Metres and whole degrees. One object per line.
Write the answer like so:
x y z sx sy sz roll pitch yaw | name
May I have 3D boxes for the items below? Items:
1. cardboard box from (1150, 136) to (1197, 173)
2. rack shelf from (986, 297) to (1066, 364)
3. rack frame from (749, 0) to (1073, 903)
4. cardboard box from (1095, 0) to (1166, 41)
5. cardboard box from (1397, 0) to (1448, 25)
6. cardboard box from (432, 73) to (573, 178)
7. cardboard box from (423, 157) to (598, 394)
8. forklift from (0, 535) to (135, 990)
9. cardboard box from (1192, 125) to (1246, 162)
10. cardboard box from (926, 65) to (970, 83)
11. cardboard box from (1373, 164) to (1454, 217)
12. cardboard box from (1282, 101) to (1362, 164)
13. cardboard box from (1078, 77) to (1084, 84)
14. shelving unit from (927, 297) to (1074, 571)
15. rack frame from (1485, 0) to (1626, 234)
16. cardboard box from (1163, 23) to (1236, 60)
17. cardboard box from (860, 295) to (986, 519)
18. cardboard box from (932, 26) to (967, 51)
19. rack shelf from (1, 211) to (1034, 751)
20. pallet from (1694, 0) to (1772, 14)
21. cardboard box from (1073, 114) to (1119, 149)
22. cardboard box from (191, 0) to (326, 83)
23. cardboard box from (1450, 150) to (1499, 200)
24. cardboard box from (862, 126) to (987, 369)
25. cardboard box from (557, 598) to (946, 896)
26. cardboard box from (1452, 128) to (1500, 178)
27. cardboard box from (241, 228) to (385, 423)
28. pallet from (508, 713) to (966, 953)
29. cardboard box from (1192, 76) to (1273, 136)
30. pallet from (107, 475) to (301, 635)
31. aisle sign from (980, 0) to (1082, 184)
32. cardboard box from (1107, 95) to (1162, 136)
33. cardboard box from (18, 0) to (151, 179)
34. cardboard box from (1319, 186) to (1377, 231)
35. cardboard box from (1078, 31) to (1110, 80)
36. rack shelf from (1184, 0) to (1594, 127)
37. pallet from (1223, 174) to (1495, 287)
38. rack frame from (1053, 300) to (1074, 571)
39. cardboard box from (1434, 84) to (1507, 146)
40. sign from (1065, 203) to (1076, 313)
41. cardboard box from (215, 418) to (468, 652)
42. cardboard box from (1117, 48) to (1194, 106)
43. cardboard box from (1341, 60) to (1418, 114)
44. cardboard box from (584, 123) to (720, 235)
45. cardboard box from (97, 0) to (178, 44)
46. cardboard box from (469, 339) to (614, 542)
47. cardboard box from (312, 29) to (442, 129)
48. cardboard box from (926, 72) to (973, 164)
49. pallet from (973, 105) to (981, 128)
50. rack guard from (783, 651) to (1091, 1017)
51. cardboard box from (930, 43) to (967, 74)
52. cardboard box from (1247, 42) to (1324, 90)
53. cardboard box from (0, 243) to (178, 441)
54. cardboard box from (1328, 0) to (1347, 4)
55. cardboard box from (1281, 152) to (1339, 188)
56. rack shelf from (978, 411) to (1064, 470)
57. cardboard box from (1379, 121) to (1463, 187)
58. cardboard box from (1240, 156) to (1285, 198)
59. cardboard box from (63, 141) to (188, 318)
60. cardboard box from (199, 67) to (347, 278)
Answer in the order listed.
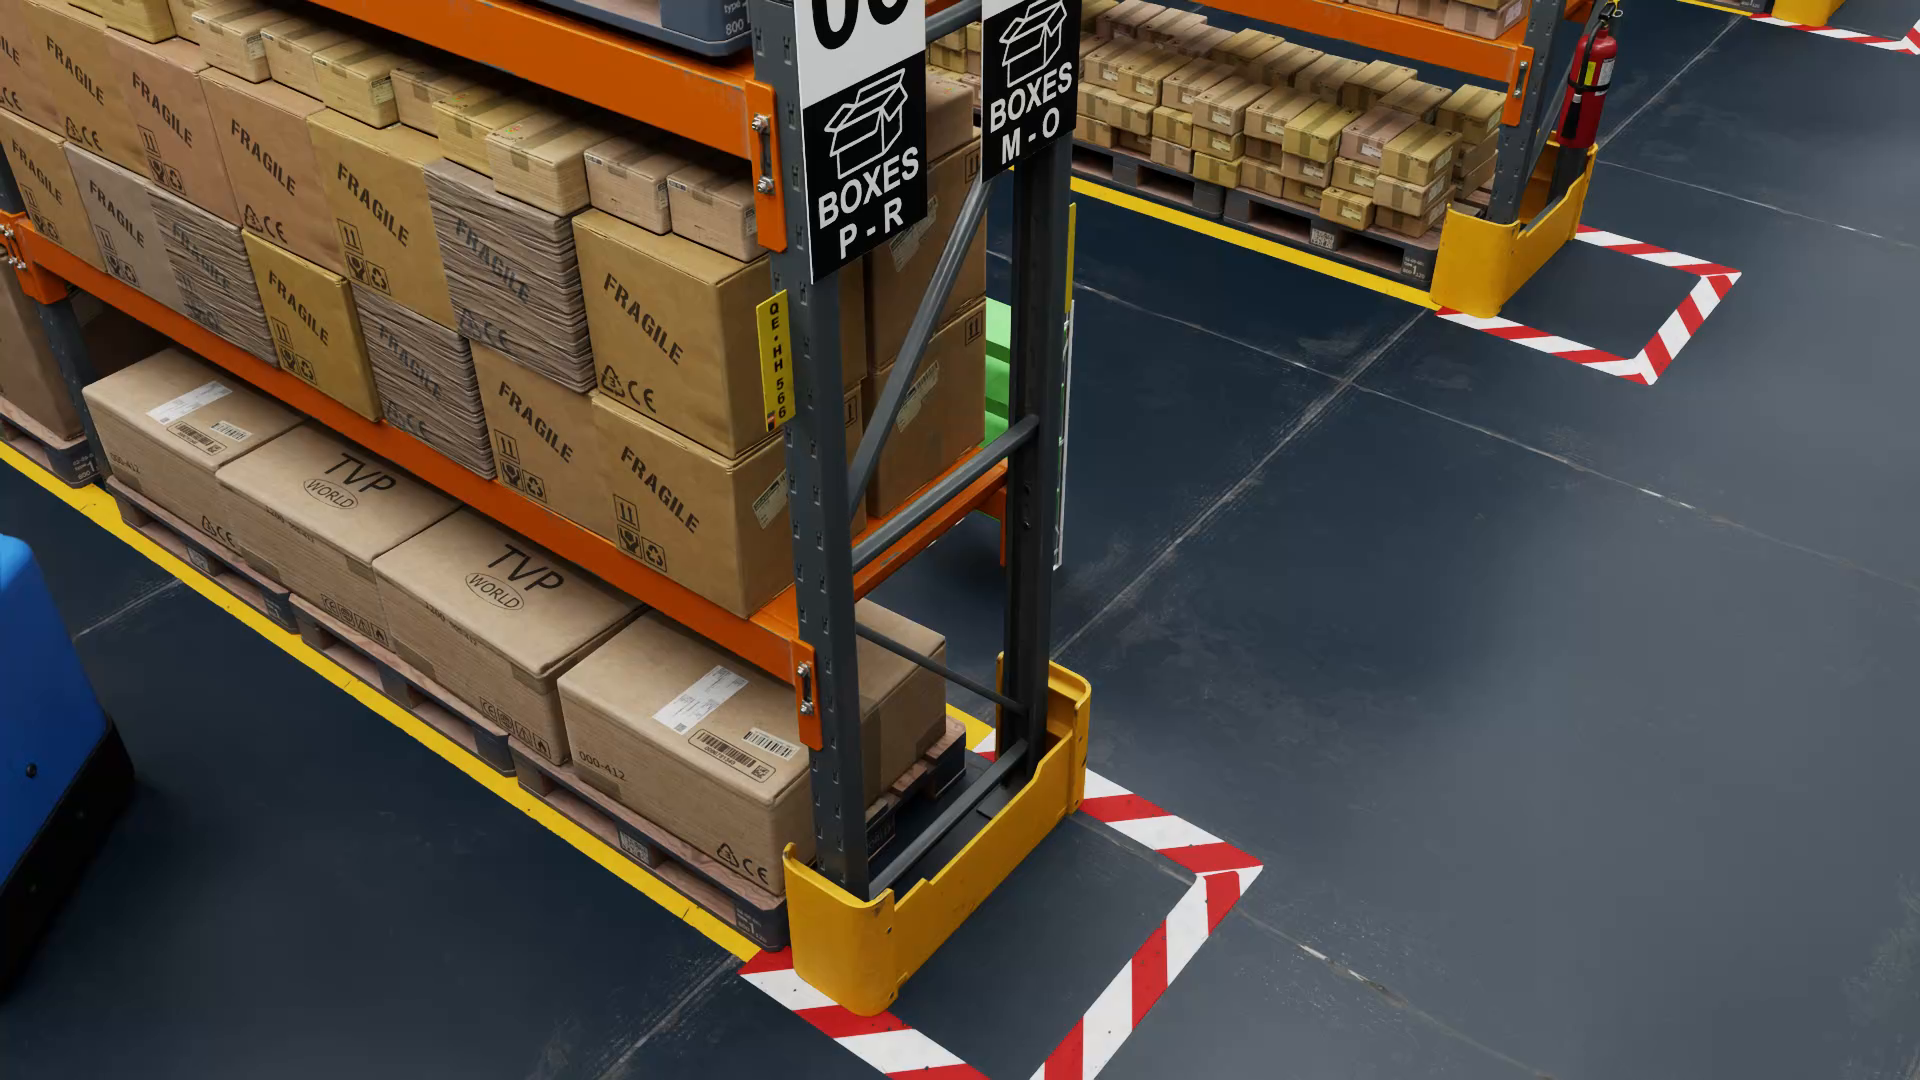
1.245 -2.157 9.044 0.250 0.149 0.380 26 45 29 | cardboard box
0.131 -0.738 6.044 0.480 0.148 0.258 25 45 29 | rack shelf
-0.064 -0.107 4.453 0.127 3.000 1.000 25 45 29 | rack frame
0.986 -2.980 9.612 0.250 0.149 0.380 23 44 27 | cardboard box
2.258 -2.565 7.796 0.250 0.149 0.380 25 45 29 | cardboard box
-1.118 -1.085 4.284 0.250 0.149 0.380 26 45 30 | cardboard box
-1.024 -0.785 4.427 0.500 0.500 0.500 25 45 29 | cardboard box
-4.326 -0.089 4.486 3.031 2.935 1.130 2 38 3 | forklift
1.437 -2.168 8.816 0.250 0.149 0.380 26 45 29 | cardboard box
-0.009 -2.716 9.758 0.250 0.149 0.380 27 45 30 | cardboard box
2.270 -1.786 8.329 0.250 0.149 0.380 24 44 27 | cardboard box
1.841 -2.077 8.458 0.250 0.149 0.380 24 44 28 | cardboard box
0.667 -2.592 9.359 0.250 0.149 0.380 27 46 30 | cardboard box
0.131 -0.410 6.301 0.503 1.200 0.258 25 45 29 | shelving unit
2.863 -2.568 7.597 0.127 3.000 1.000 25 45 29 | rack frame
1.338 -2.738 9.304 0.250 0.149 0.380 25 45 29 | cardboard box
-0.271 -0.466 4.831 0.500 0.500 0.500 25 44 28 | cardboard box
0.016 -2.981 9.613 0.250 0.149 0.380 28 46 31 | cardboard box
-1.653 -0.572 5.631 4.000 0.370 1.077 25 45 29 | rack shelf
5.274 -4.122 11.844 1.213 0.211 1.003 25 45 29 | pallet
0.835 -2.349 9.290 0.250 0.149 0.380 24 44 27 | cardboard box
-1.950 -1.468 4.774 0.250 0.149 0.380 25 45 29 | cardboard box
2.641 -1.964 8.797 0.250 0.149 0.380 26 45 29 | cardboard box
-0.272 -0.859 4.522 0.500 0.500 0.500 24 44 28 | cardboard box
-0.649 0.539 5.367 0.875 0.438 0.875 24 44 27 | cardboard box
2.603 -2.050 8.666 0.250 0.149 0.380 27 46 30 | cardboard box
-1.830 -0.767 5.216 0.500 0.500 0.500 27 45 30 | cardboard box
-0.747 0.730 5.646 1.213 0.211 1.003 25 45 29 | pallet
1.427 -2.278 8.716 0.250 0.149 0.380 27 45 30 | cardboard box
-2.685 -0.184 6.813 1.213 0.211 1.003 25 45 29 | pallet
0.169 -1.245 3.799 0.004 0.787 0.394 25 45 29 | aisle sign
1.010 -2.362 9.065 0.250 0.149 0.380 26 45 29 | cardboard box
-2.613 -1.549 5.403 0.500 0.500 0.500 25 44 28 | cardboard box
2.052 -1.753 8.528 0.250 0.149 0.380 27 45 30 | cardboard box
0.621 -2.688 9.240 0.250 0.149 0.380 26 45 29 | cardboard box
1.275 -3.034 8.776 4.000 0.370 1.077 25 45 29 | rack shelf
2.179 -1.820 8.904 1.213 0.211 1.003 25 45 29 | pallet
0.325 -0.319 6.184 0.015 1.200 0.240 25 45 29 | rack frame
2.653 -2.208 8.626 0.250 0.149 0.380 23 44 27 | cardboard box
0.278 -0.748 4.506 0.005 0.325 0.100 25 45 29 | sign
-2.096 -0.139 6.231 0.875 0.438 0.875 24 44 27 | cardboard box
1.059 -2.515 9.019 0.250 0.149 0.380 25 45 29 | cardboard box
2.239 -2.409 8.884 0.250 0.149 0.380 25 45 28 | cardboard box
-0.687 -0.915 4.067 0.250 0.149 0.380 26 45 29 | cardboard box
-2.352 -1.648 5.003 0.250 0.149 0.380 24 44 27 | cardboard box
-0.997 -0.392 4.737 0.500 0.500 0.500 24 44 28 | cardboard box
-1.518 -1.283 4.536 0.250 0.149 0.380 26 45 30 | cardboard box
-0.178 -1.064 4.257 0.250 0.149 0.380 26 45 29 | cardboard box
0.241 -2.734 10.071 1.213 0.211 1.003 25 45 29 | pallet
-0.045 0.887 5.212 0.348 0.500 1.175 25 45 29 | rack guard
0.035 -2.883 9.730 0.250 0.149 0.380 26 45 29 | cardboard box
1.777 -2.570 9.089 0.250 0.149 0.380 27 45 30 | cardboard box
-3.782 -1.127 7.138 0.875 0.875 0.875 27 45 30 | cardboard box
1.832 -2.735 8.014 0.250 0.149 0.380 27 45 30 | cardboard box
1.857 -1.980 8.576 0.250 0.149 0.380 23 44 27 | cardboard box
0.131 -0.360 6.340 0.480 0.148 0.258 25 45 29 | rack shelf
2.289 -1.920 8.258 0.250 0.149 0.380 26 45 29 | cardboard box
1.691 -1.980 8.818 0.250 0.149 0.380 26 45 29 | cardboard box
-2.630 -1.150 5.704 0.500 0.500 0.500 26 45 29 | cardboard box
-1.814 -1.161 4.908 0.500 0.500 0.500 25 44 28 | cardboard box
